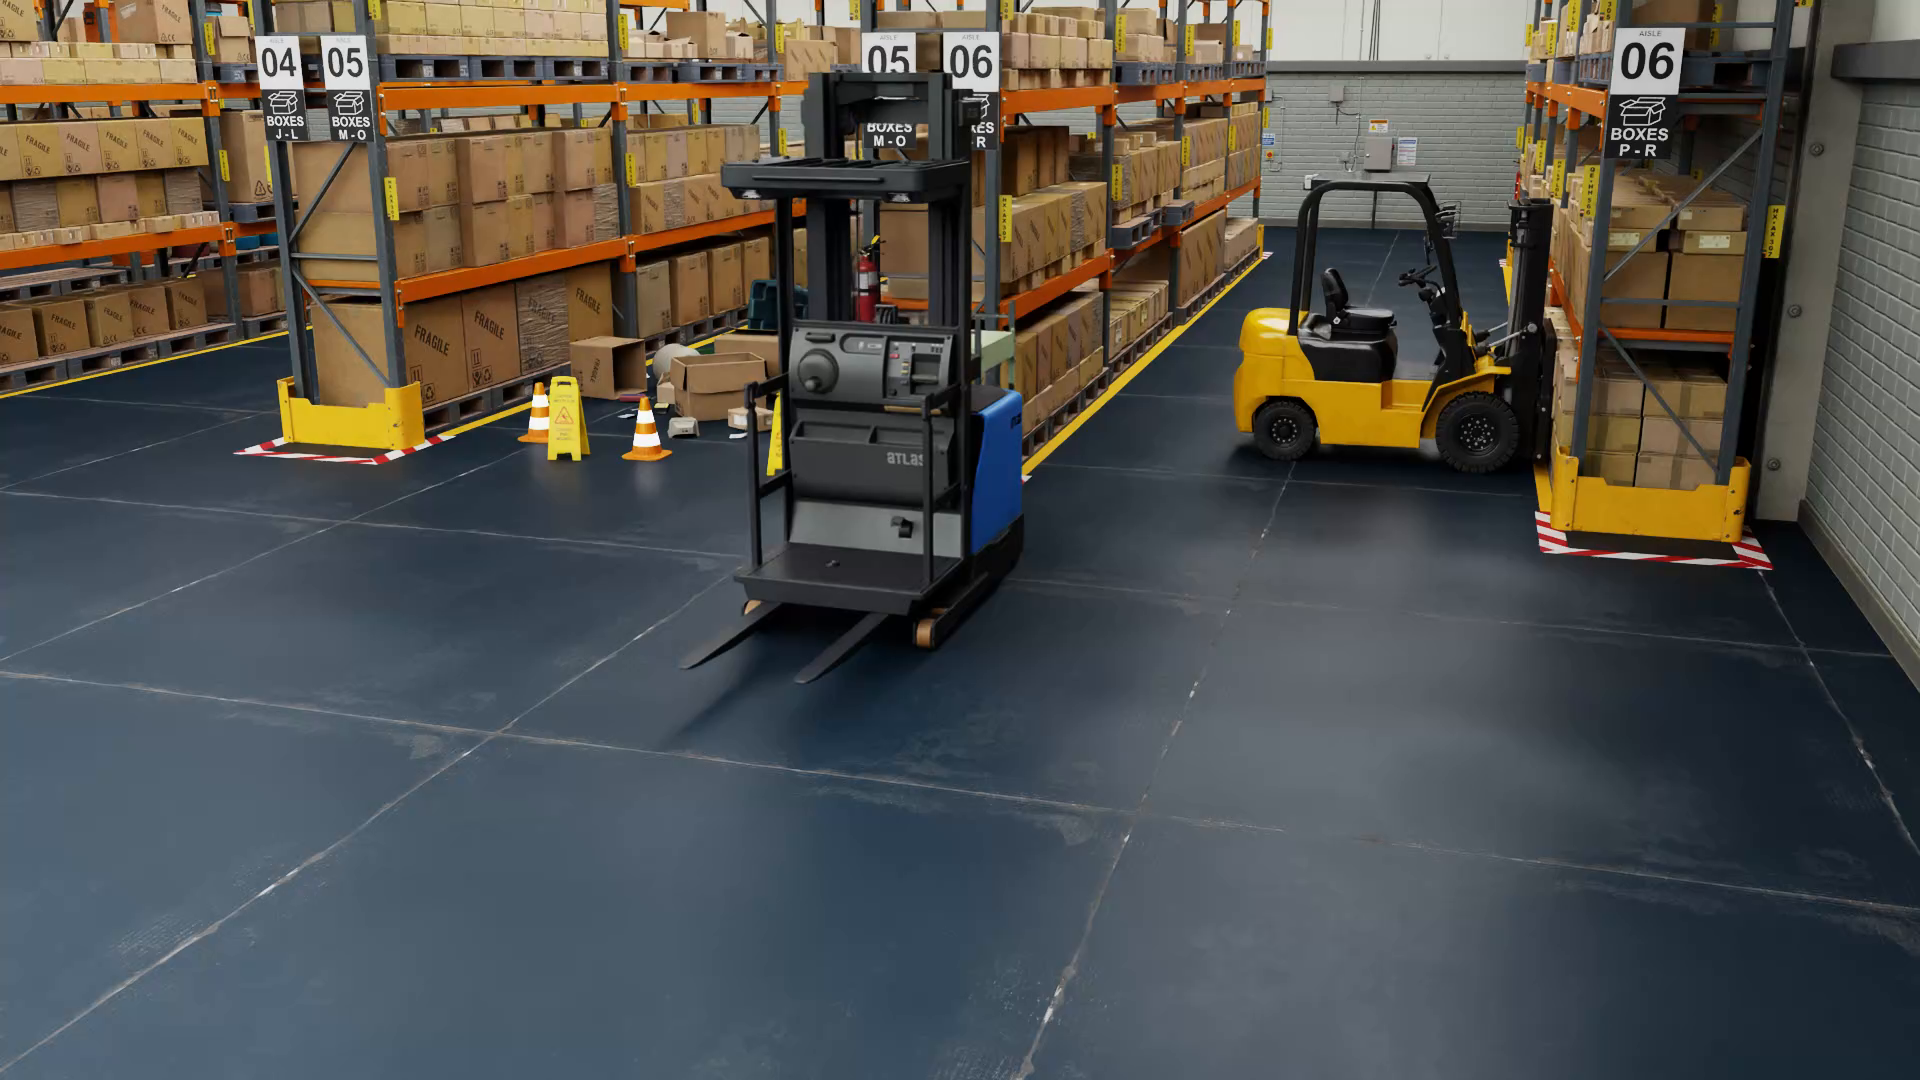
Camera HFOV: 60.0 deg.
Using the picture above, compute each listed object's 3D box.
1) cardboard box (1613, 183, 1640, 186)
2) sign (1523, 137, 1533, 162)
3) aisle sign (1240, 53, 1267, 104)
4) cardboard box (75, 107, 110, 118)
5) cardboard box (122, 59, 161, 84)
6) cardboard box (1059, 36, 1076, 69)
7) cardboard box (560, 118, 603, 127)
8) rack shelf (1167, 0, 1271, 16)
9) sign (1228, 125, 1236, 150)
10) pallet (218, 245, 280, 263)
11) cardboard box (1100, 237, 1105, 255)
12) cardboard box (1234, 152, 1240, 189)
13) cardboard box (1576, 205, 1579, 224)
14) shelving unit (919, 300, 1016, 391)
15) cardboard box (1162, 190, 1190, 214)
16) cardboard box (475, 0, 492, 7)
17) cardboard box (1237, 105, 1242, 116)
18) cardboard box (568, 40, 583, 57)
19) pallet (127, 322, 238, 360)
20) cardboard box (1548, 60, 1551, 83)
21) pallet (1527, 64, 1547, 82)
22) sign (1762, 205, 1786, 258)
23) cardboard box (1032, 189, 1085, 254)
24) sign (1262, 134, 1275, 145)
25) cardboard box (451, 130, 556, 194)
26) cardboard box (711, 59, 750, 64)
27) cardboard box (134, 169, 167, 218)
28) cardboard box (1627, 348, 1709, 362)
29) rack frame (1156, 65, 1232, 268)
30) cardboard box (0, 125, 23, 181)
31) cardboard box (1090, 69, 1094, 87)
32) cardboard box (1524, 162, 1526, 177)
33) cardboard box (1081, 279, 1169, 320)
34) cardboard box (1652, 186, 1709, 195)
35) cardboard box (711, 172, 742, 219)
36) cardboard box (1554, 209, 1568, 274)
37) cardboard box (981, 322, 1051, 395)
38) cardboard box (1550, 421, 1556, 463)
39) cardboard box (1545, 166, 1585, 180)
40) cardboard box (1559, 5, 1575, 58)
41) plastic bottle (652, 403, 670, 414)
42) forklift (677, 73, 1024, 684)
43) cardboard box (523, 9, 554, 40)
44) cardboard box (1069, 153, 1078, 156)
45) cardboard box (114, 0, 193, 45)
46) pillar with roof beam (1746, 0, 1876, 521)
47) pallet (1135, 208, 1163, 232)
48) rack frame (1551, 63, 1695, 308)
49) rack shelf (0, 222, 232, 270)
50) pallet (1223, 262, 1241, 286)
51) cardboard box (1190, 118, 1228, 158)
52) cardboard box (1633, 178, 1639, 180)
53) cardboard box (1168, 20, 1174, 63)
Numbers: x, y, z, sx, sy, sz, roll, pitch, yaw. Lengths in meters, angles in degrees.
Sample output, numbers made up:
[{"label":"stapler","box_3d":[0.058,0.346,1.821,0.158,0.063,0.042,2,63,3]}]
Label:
[{"label":"cardboard box","box_3d":[5.029,-2.665,12.810,0.380,0.149,0.250,5,16,16]},{"label":"sign","box_3d":[7.445,-5.115,21.778,0.100,0.325,0.005,5,16,16]},{"label":"aisle sign","box_3d":[4.661,-7.334,26.425,0.394,0.787,0.004,5,16,16]},{"label":"cardboard box","box_3d":[-15.241,-7.345,29.213,0.500,0.500,0.500,4,16,14]},{"label":"cardboard box","box_3d":[-8.605,-4.813,17.079,0.500,0.250,0.500,5,17,17]},{"label":"cardboard box","box_3d":[0.635,-3.928,13.414,0.500,0.250,0.500,5,17,17]},{"label":"cardboard box","box_3d":[-5.913,-6.348,26.067,0.500,0.500,0.500,5,16,16]},{"label":"rack shelf","box_3d":[3.775,-7.913,24.287,1.077,0.370,4.000,5,16,16]},{"label":"sign","box_3d":[3.730,-5.521,22.822,0.100,0.325,0.005,5,16,16]},{"label":"pallet","box_3d":[-11.302,-4.654,26.852,1.003,0.211,1.213,5,16,16]},{"label":"cardboard box","box_3d":[1.135,-2.720,15.384,0.380,0.149,0.250,4,16,15]},{"label":"cardboard box","box_3d":[3.738,-5.324,23.919,0.500,0.500,0.500,5,17,16]},{"label":"cardboard box","box_3d":[4.892,-2.459,12.631,0.380,0.149,0.250,4,16,15]},{"label":"shelving unit","box_3d":[0.053,-0.760,10.759,0.431,1.500,0.755,5,17,18]},{"label":"cardboard box","box_3d":[2.451,-4.032,19.822,0.500,0.250,0.500,4,16,15]},{"label":"cardboard box","box_3d":[-4.216,-4.611,14.138,0.380,0.149,0.250,4,16,15]},{"label":"cardboard box","box_3d":[3.868,-6.212,24.028,0.380,0.149,0.250,4,16,14]},{"label":"cardboard box","box_3d":[-3.781,-4.625,15.649,0.380,0.149,0.250,5,17,17]},{"label":"pallet","box_3d":[-8.725,-2.197,18.190,1.003,0.211,1.213,5,16,16]},{"label":"cardboard box","box_3d":[6.886,-5.267,18.680,0.500,0.250,0.500,5,16,16]},{"label":"pallet","box_3d":[7.423,-5.574,19.831,1.213,0.211,1.003,5,16,16]},{"label":"sign","box_3d":[5.087,-1.929,10.400,0.100,0.325,0.005,5,16,16]},{"label":"cardboard box","box_3d":[0.763,-2.733,14.241,0.500,0.500,0.500,5,17,17]},{"label":"sign","box_3d":[5.895,-7.715,32.038,0.327,0.218,0.001,5,16,16]},{"label":"cardboard box","box_3d":[-4.309,-3.521,15.491,0.875,0.550,0.550,5,16,16]},{"label":"cardboard box","box_3d":[-2.786,-6.013,20.852,0.500,0.500,0.500,5,16,16]},{"label":"cardboard box","box_3d":[-8.931,-3.668,17.535,0.875,0.500,0.500,5,16,16]},{"label":"cardboard box","box_3d":[5.166,-1.251,12.179,0.500,0.250,0.500,5,16,16]},{"label":"rack frame","box_3d":[3.207,-5.042,23.108,1.000,3.000,0.127,5,16,16]},{"label":"cardboard box","box_3d":[-9.138,-3.596,15.451,0.500,0.500,0.500,5,16,16]},{"label":"cardboard box","box_3d":[0.980,-4.106,14.771,0.380,0.149,0.250,5,17,17]},{"label":"cardboard box","box_3d":[8.308,-5.277,23.668,0.500,0.250,0.500,4,16,14]},{"label":"cardboard box","box_3d":[1.900,-2.786,19.202,0.950,0.372,0.625,3,16,12]},{"label":"cardboard box","box_3d":[5.396,-2.565,12.458,0.380,0.149,0.250,5,17,17]},{"label":"cardboard box","box_3d":[-2.860,-4.001,19.256,0.500,0.500,0.500,4,16,15]},{"label":"cardboard box","box_3d":[5.317,-2.517,14.024,0.500,0.500,0.500,4,16,14]},{"label":"cardboard box","box_3d":[0.442,-1.475,13.429,0.500,0.500,0.500,4,16,14]},{"label":"cardboard box","box_3d":[4.538,-0.675,11.980,0.500,0.250,0.500,5,16,16]},{"label":"cardboard box","box_3d":[6.457,-3.911,17.750,0.380,0.149,0.250,5,17,18]},{"label":"cardboard box","box_3d":[6.343,-5.042,16.477,0.700,0.500,0.500,4,16,15]},{"label":"plastic bottle","box_3d":[-2.672,-1.182,14.884,0.133,0.061,0.283,-1,16,-3]},{"label":"forklift","box_3d":[-0.552,-0.956,8.828,1.130,2.935,3.031,5,17,18]},{"label":"cardboard box","box_3d":[-4.023,-4.659,15.038,0.500,0.250,0.500,4,16,15]},{"label":"cardboard box","box_3d":[0.845,-3.481,16.107,0.500,0.500,0.500,4,16,15]},{"label":"cardboard box","box_3d":[-8.451,-5.455,17.422,0.500,0.500,0.500,4,16,14]},{"label":"pillar with roof beam","box_3d":[1.491,-4.851,11.440,9.100,9.000,0.400,5,16,16]},{"label":"pallet","box_3d":[1.547,-3.382,17.608,1.003,0.211,1.213,5,16,16]},{"label":"rack frame","box_3d":[5.694,-2.565,14.376,1.000,3.000,0.127,5,16,16]},{"label":"rack shelf","box_3d":[-9.136,-2.848,16.692,1.077,0.370,4.000,5,16,16]},{"label":"pallet","box_3d":[3.498,-3.893,24.169,1.003,0.211,1.213,5,16,16]},{"label":"cardboard box","box_3d":[3.321,-5.435,22.478,0.500,0.500,0.500,5,17,18]},{"label":"cardboard box","box_3d":[6.412,-3.330,15.701,0.380,0.149,0.250,4,16,15]},{"label":"cardboard box","box_3d":[2.169,-5.962,19.904,0.700,0.500,0.500,4,16,13]}]
